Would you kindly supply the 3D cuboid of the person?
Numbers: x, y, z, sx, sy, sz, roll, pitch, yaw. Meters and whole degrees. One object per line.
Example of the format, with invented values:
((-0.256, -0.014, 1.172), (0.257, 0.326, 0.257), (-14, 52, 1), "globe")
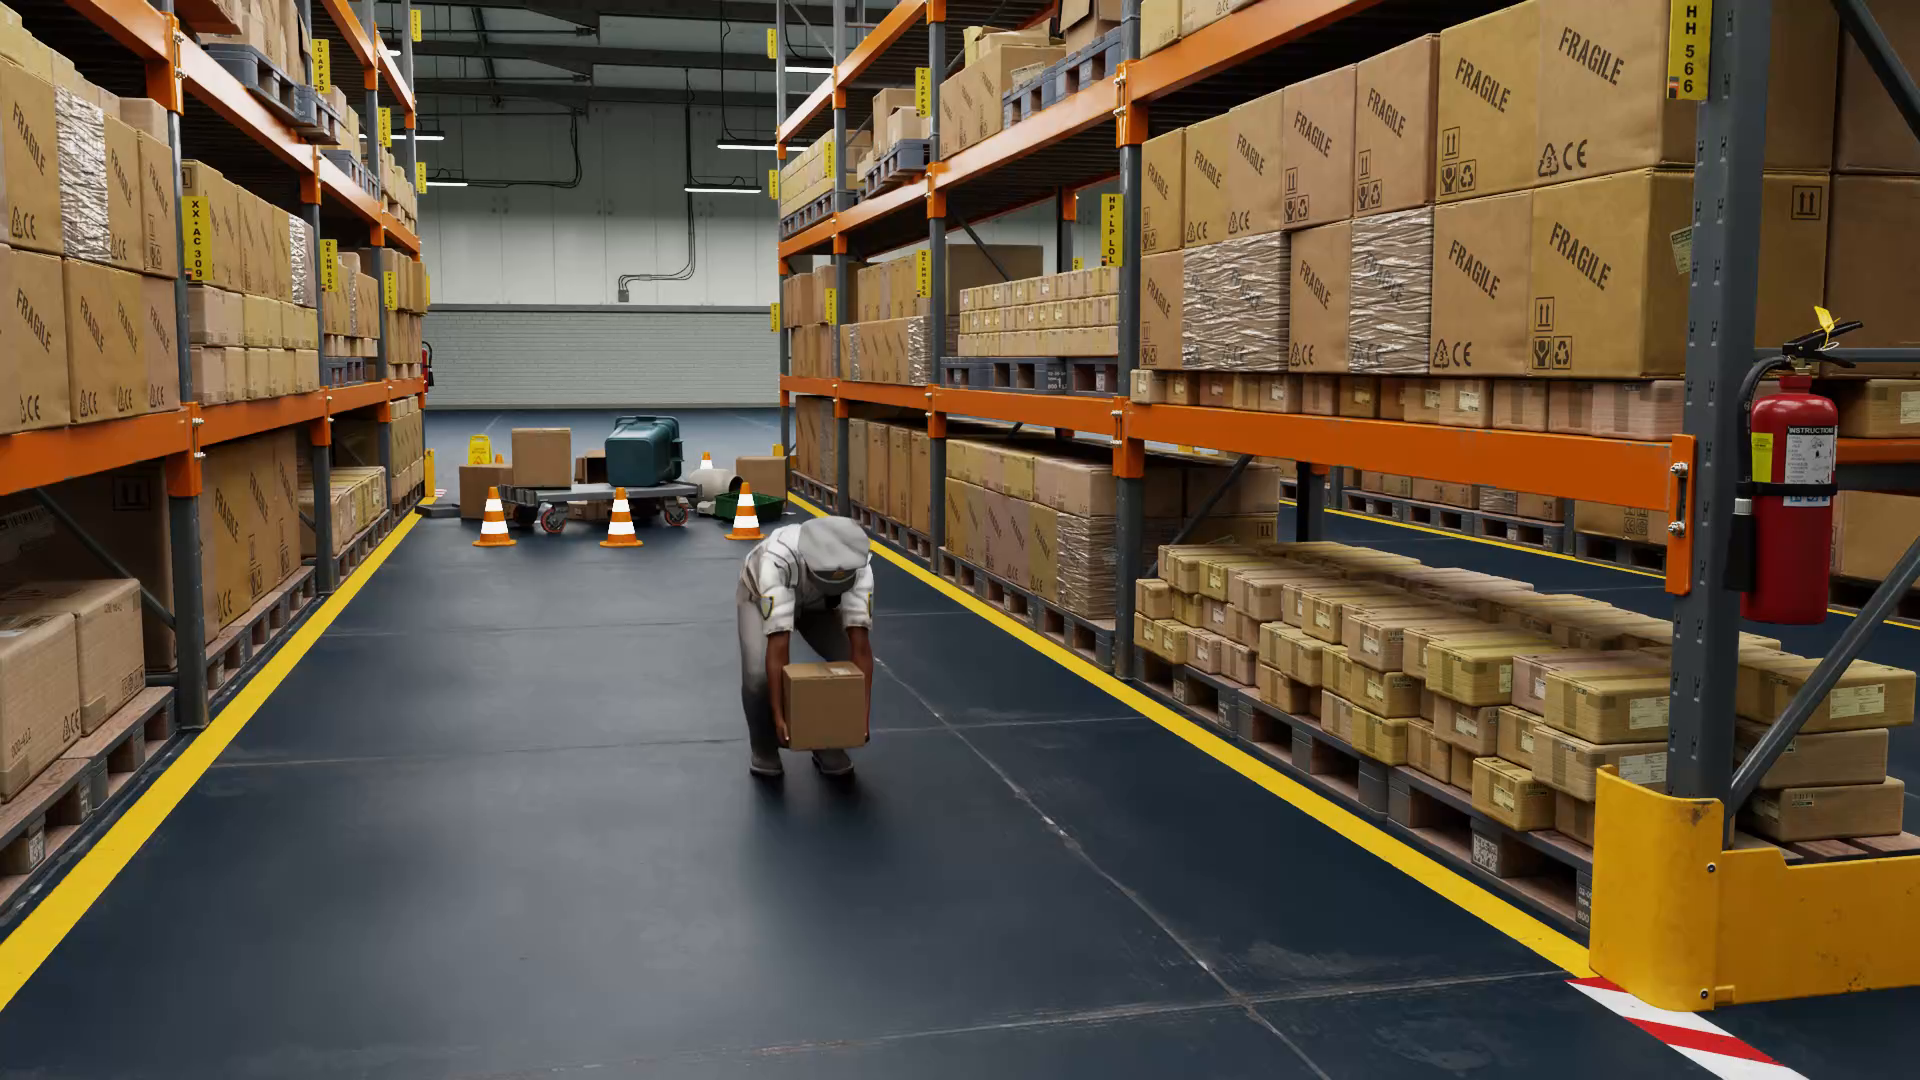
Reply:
((-0.550, 0.375, 5.942), (0.457, 0.977, 0.916), (-2, 6, -16), "person")
